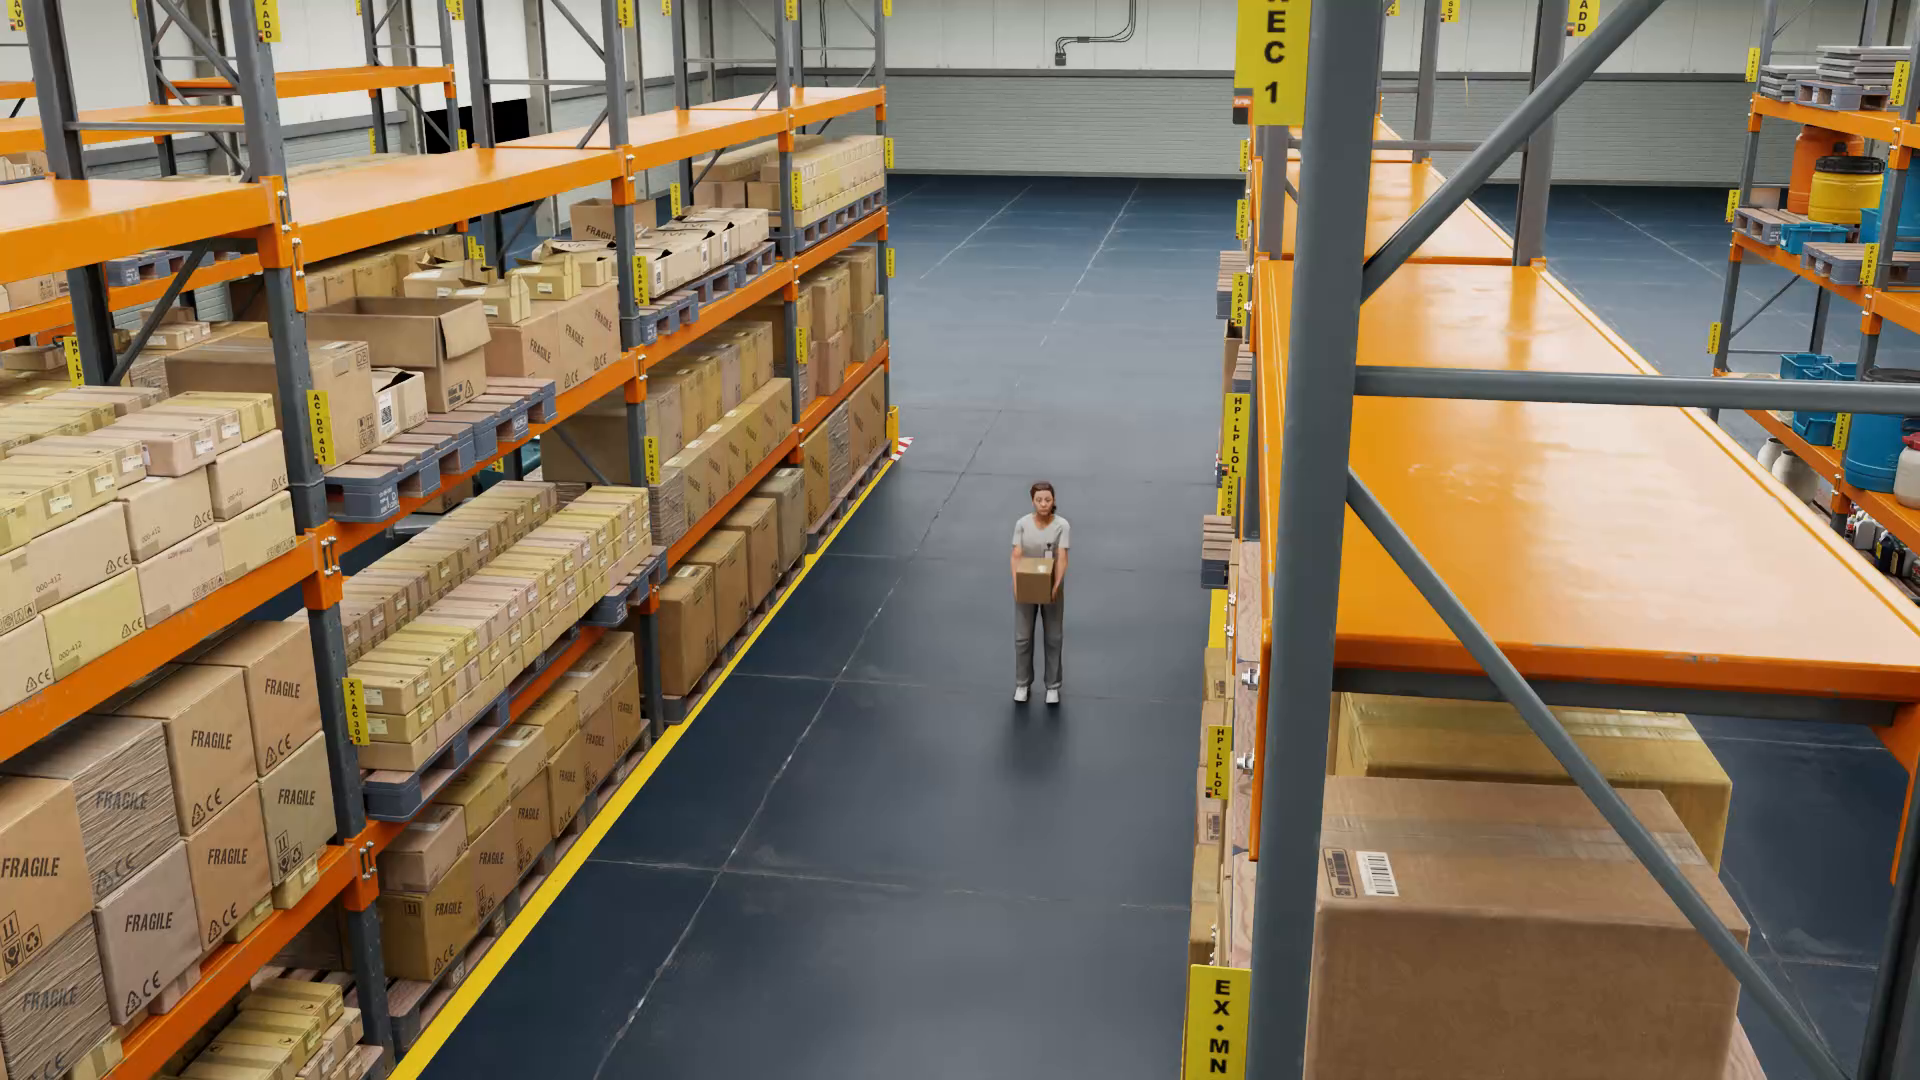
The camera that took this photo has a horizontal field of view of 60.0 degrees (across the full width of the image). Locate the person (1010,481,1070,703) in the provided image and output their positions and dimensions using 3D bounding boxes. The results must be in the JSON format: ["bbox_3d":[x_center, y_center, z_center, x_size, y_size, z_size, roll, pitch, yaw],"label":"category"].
[{"bbox_3d":[0.584,0.403,12.277,0.435,1.668,0.538,3,18,9],"label":"person"}]
